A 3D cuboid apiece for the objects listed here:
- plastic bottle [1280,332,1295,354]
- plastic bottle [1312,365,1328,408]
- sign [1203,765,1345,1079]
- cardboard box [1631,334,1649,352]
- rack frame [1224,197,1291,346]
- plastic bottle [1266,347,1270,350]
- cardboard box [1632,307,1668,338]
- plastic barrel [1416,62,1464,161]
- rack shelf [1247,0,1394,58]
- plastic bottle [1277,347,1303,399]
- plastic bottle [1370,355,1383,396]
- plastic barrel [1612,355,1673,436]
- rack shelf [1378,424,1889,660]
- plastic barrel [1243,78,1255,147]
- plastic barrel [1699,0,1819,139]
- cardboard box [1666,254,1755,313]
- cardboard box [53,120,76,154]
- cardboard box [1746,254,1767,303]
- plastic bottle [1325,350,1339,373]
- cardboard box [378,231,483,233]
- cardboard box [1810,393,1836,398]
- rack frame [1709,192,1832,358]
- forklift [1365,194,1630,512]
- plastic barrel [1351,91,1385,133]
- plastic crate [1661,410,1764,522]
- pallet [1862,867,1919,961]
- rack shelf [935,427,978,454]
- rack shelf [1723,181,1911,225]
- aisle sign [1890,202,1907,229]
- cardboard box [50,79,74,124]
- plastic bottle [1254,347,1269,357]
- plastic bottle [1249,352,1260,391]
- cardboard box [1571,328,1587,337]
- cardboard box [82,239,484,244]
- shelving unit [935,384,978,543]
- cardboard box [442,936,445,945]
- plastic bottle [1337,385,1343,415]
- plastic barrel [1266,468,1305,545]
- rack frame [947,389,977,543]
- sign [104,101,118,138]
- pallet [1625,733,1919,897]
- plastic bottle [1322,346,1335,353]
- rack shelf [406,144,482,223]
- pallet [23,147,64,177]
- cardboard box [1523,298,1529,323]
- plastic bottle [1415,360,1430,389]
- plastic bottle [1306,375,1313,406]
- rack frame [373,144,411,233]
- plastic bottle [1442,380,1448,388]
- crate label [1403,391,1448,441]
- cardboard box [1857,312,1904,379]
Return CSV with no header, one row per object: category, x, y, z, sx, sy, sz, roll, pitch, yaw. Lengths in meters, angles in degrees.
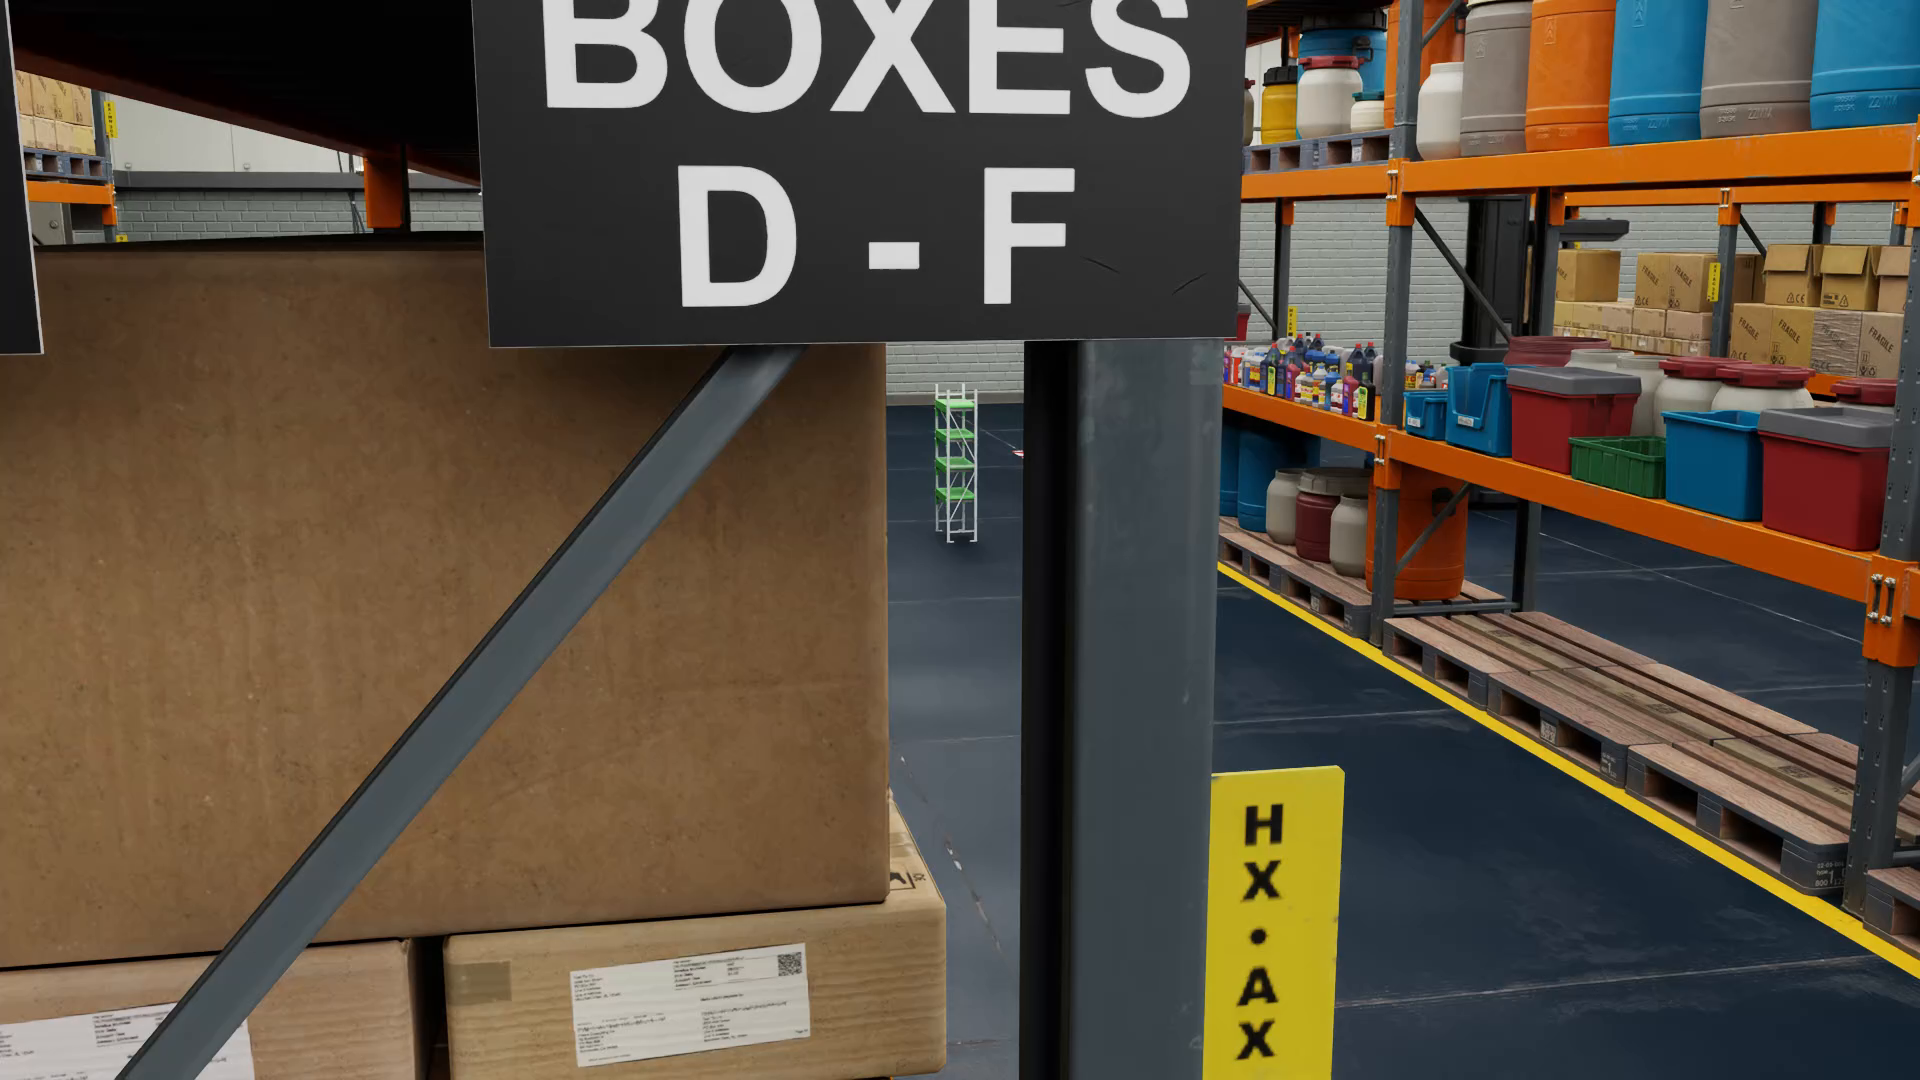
plastic bottle,2.528,-1.408,12.705,0.144,0.351,0.185,-2,11,-11
plastic bottle,2.326,-0.992,10.729,0.097,0.271,0.097,0,11,0
sign,0.190,0.303,1.057,0.100,0.325,0.005,-2,11,-11
cardboard box,6.498,-1.837,15.495,0.380,0.149,0.250,-2,11,-10
rack frame,2.170,-1.594,13.551,1.000,3.000,0.127,-2,11,-11
plastic bottle,2.445,-1.428,13.210,0.097,0.201,0.097,0,11,0
cardboard box,6.582,-2.013,15.357,0.500,0.250,0.500,-2,11,-9
plastic barrel,2.708,-2.321,9.048,0.421,0.512,0.421,0,11,0
rack shelf,2.559,-3.625,11.168,1.077,0.370,4.000,-2,11,-11
plastic bottle,2.238,-1.136,11.272,0.144,0.351,0.185,-2,11,-11
plastic bottle,2.911,-1.145,11.523,0.152,0.276,0.135,-2,11,-11
plastic barrel,3.439,-0.658,8.330,0.421,0.512,0.421,0,11,0
rack shelf,3.337,-0.141,7.837,1.077,0.370,4.000,-2,11,-11
plastic barrel,2.026,-3.235,12.664,0.433,0.535,0.433,0,11,0
plastic barrel,3.287,-2.052,6.594,0.600,0.901,0.600,0,11,0
cardboard box,6.677,-2.290,14.805,0.500,0.500,0.500,-2,11,-9
cardboard box,-7.821,-3.403,14.041,0.500,0.250,0.500,-3,11,-13
cardboard box,7.186,-2.313,14.924,0.500,0.500,0.500,-2,11,-11
plastic bottle,2.685,-1.236,12.012,0.097,0.271,0.097,0,11,0
cardboard box,-0.942,-0.460,3.856,0.700,0.500,0.500,-2,11,-11
cardboard box,7.172,-0.820,14.044,1.225,0.875,0.875,-2,11,-11
rack frame,7.028,-1.775,14.497,1.000,3.000,0.127,-2,11,-11
forklift,5.240,-1.784,14.729,3.031,2.935,1.130,1,11,7
plastic barrel,2.596,-2.664,10.395,0.301,0.262,0.301,0,11,0
plastic crate,3.206,-0.310,6.847,0.392,0.384,0.575,-2,11,-11
pallet,3.816,1.367,5.448,1.003,0.211,1.213,-2,11,-11
rack shelf,-0.032,-0.793,13.211,0.258,0.148,0.480,-2,11,-11
rack shelf,7.417,-2.528,12.357,1.077,0.370,4.000,-2,11,-11
aisle sign,10.827,-3.950,18.972,0.394,0.787,0.004,-2,11,-11
cardboard box,-7.829,-3.775,13.990,0.500,0.500,0.500,-2,11,-9
plastic bottle,2.215,-1.270,12.181,0.152,0.276,0.135,-2,11,-11
plastic bottle,2.107,-1.198,11.812,0.097,0.271,0.097,0,11,0
cardboard box,6.296,-2.026,16.488,0.380,0.149,0.250,-2,11,-12
cardboard box,-0.552,-0.093,1.923,0.700,0.500,0.500,-2,11,-12
shelving unit,-0.032,-0.620,13.244,0.258,1.200,0.503,-2,11,-11
cardboard box,-0.669,0.307,1.559,0.380,0.149,0.250,-2,11,-10
plastic bottle,2.401,-0.886,10.361,0.097,0.201,0.097,0,11,0
plastic barrel,2.419,-0.241,11.973,0.421,0.512,0.421,0,11,0
rack frame,0.015,-0.575,13.009,0.240,1.200,0.015,-2,11,-11
sign,-7.791,-3.855,15.247,0.100,0.325,0.005,-2,11,-11
pallet,3.535,1.100,6.852,1.003,0.211,1.213,-2,11,-11
plastic bottle,2.733,-1.313,12.407,0.152,0.276,0.135,-2,11,-11
rack shelf,-1.523,-1.435,6.613,1.077,0.370,4.000,-2,11,-11
pallet,-7.931,-3.038,13.350,1.003,0.211,1.213,-2,11,-11
cardboard box,6.186,-2.388,17.324,0.500,0.250,0.500,-2,11,-12
plastic bottle,3.065,-1.048,10.992,0.061,0.283,0.133,-2,11,-11
plastic bottle,2.307,-0.975,10.830,0.097,0.201,0.097,0,11,0
rack frame,-1.134,0.052,4.899,1.000,3.000,0.127,-2,11,-11
plastic bottle,3.032,-0.885,10.158,0.152,0.276,0.135,-2,11,-11
crate label,2.662,-0.688,9.235,0.303,0.233,0.416,-2,11,-11
cardboard box,7.174,-1.452,12.534,0.500,0.500,0.500,-2,11,-10
